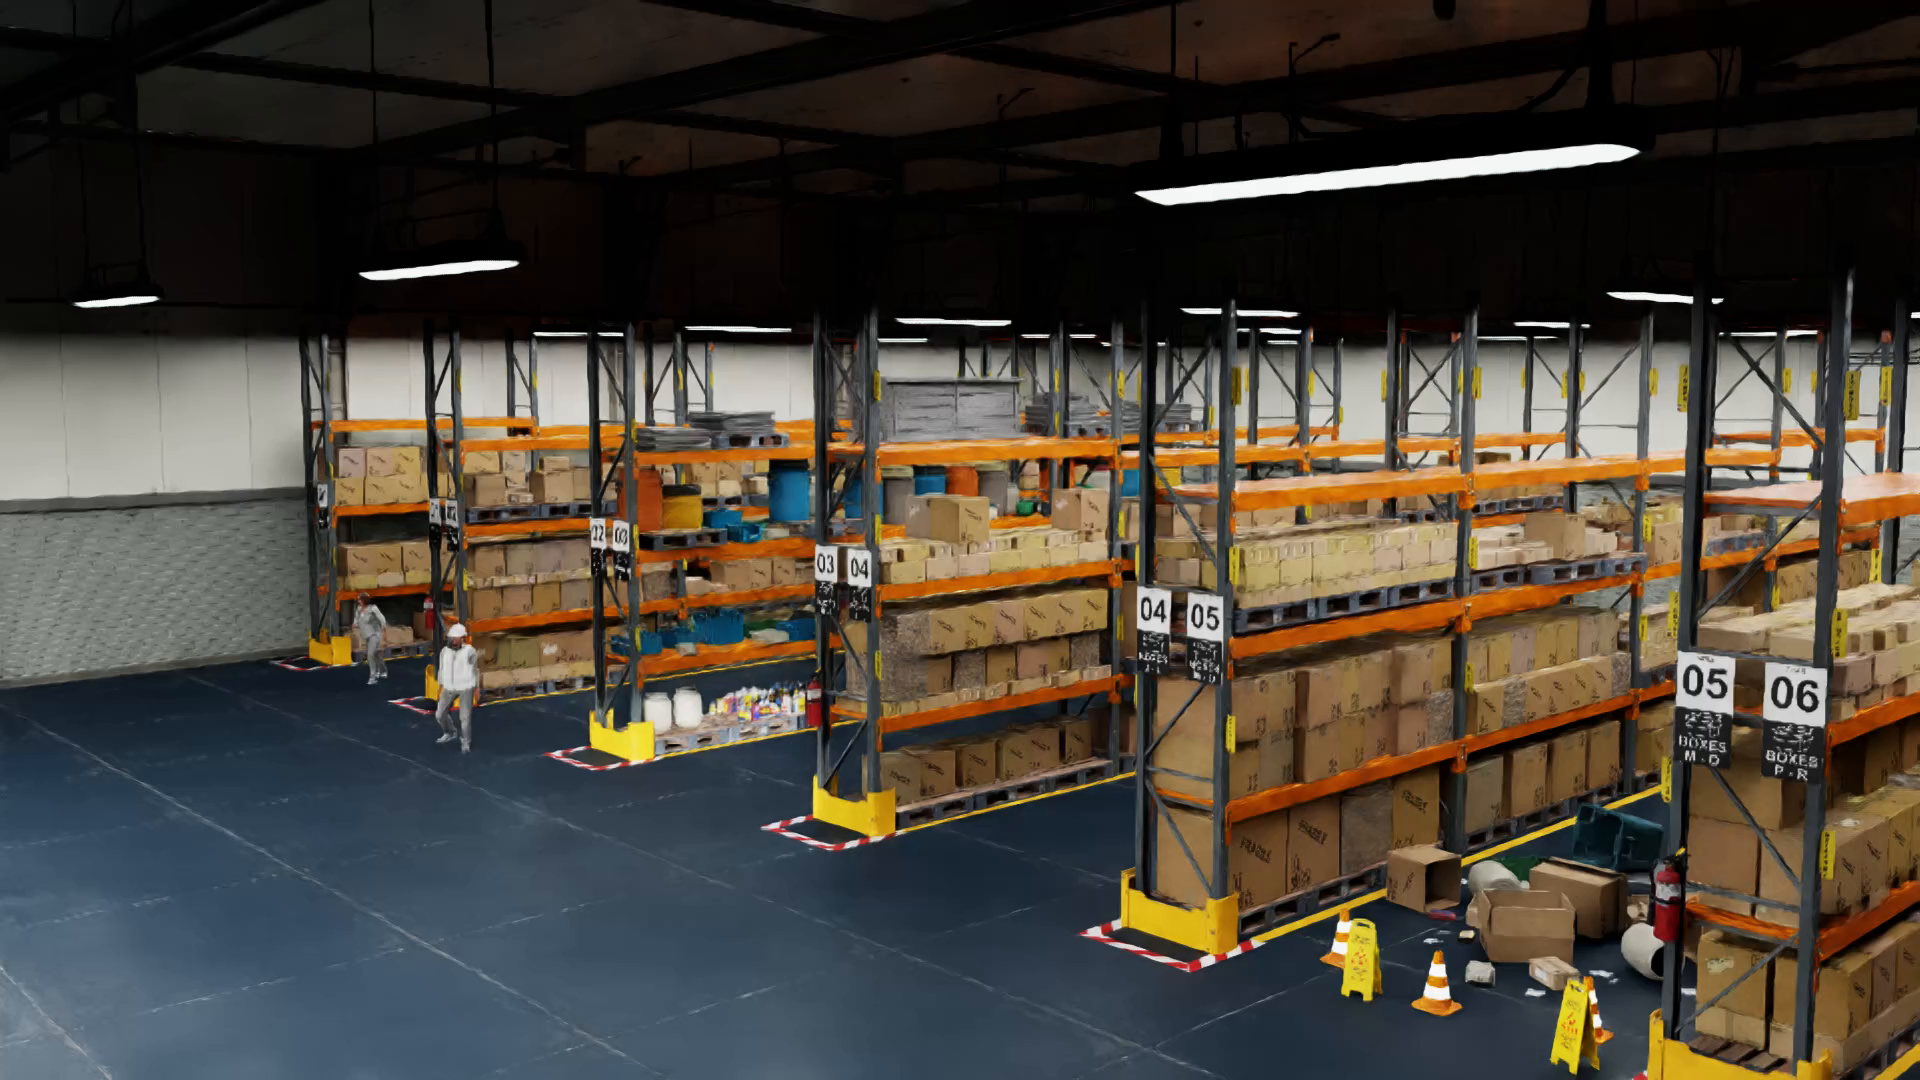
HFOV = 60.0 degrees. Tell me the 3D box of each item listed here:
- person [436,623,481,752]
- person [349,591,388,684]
[{"bbox_3d":[-6.880,1.995,22.675,0.690,1.761,0.515,1,6,7],"label":"person"},{"bbox_3d":[-9.791,1.597,27.712,0.569,1.530,0.774,3,7,29],"label":"person"}]
